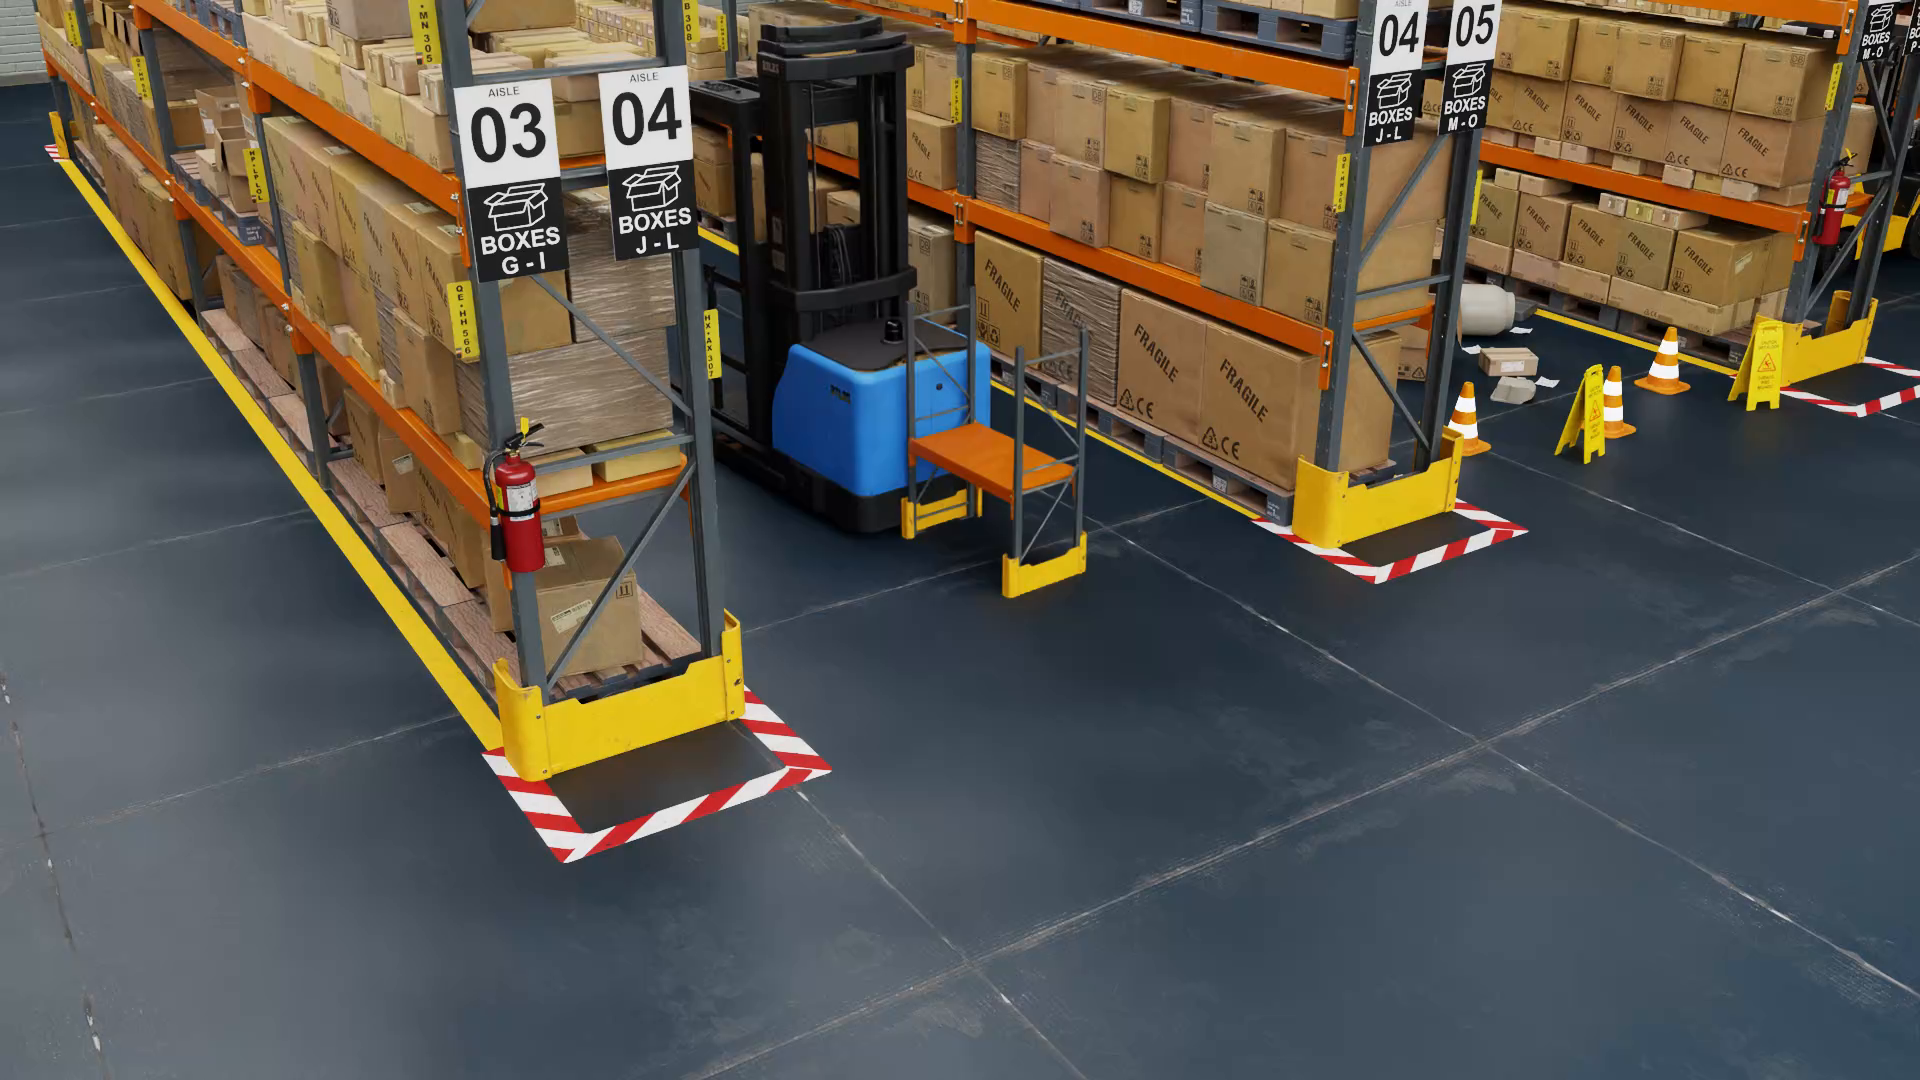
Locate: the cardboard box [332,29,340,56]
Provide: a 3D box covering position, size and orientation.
[{"bbox_3d":[-2.830,-2.448,8.116,0.380,0.149,0.250,-17,30,-32],"label":"cardboard box"}]

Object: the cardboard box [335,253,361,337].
[{"bbox_3d":[-2.991,-1.469,9.383,0.875,0.500,0.500,-16,29,-30],"label":"cardboard box"}]

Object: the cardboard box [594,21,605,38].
[{"bbox_3d":[-3.685,-5.474,17.785,0.380,0.149,0.250,-17,30,-32],"label":"cardboard box"}]

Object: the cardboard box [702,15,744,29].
[{"bbox_3d":[-2.421,-5.289,17.045,0.380,0.149,0.250,-14,29,-27],"label":"cardboard box"}]

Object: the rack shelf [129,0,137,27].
[{"bbox_3d":[-7.061,-4.984,14.623,1.077,0.370,4.000,-16,29,-30],"label":"rack shelf"}]

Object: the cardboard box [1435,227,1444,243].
[{"bbox_3d":[4.613,-2.789,15.373,0.500,0.250,0.500,-17,30,-32],"label":"cardboard box"}]

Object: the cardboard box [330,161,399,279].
[{"bbox_3d":[-2.924,-1.685,8.669,0.500,0.500,0.500,-16,29,-30],"label":"cardboard box"}]

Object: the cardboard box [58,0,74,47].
[{"bbox_3d":[-8.898,-5.357,17.032,0.500,0.500,0.500,-15,29,-29],"label":"cardboard box"}]

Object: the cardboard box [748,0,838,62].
[{"bbox_3d":[-1.521,-4.692,15.387,0.700,0.500,0.500,-16,29,-30],"label":"cardboard box"}]

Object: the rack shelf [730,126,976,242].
[{"bbox_3d":[-0.666,-3.317,14.605,1.077,0.370,4.000,-16,29,-30],"label":"rack shelf"}]

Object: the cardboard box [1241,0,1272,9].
[{"bbox_3d":[1.866,-3.196,9.678,0.380,0.149,0.250,-15,29,-29],"label":"cardboard box"}]

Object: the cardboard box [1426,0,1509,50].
[{"bbox_3d":[4.576,-4.541,14.718,0.700,0.500,0.500,-16,30,-30],"label":"cardboard box"}]

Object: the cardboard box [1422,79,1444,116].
[{"bbox_3d":[4.524,-4.074,14.901,0.500,0.500,0.500,-16,29,-30],"label":"cardboard box"}]

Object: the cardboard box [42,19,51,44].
[{"bbox_3d":[-10.011,-5.747,18.737,0.500,0.250,0.500,-16,30,-30],"label":"cardboard box"}]

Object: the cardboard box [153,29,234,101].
[{"bbox_3d":[-6.355,-4.002,13.921,0.797,0.503,0.637,-14,29,-28],"label":"cardboard box"}]

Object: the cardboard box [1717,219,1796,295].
[{"bbox_3d":[6.479,-2.333,13.528,0.500,0.500,0.500,-17,30,-31],"label":"cardboard box"}]

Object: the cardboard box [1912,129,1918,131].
[{"bbox_3d":[9.940,-4.003,16.773,0.500,0.250,0.500,-16,30,-31],"label":"cardboard box"}]

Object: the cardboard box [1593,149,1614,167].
[{"bbox_3d":[5.500,-3.207,13.825,0.380,0.149,0.250,-16,29,-30],"label":"cardboard box"}]

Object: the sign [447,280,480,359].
[{"bbox_3d":[-2.078,-0.921,6.960,0.100,0.325,0.005,-16,29,-30],"label":"sign"}]

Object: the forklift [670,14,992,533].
[{"bbox_3d":[-1.082,-1.935,10.915,1.130,2.935,3.031,-18,31,-33],"label":"forklift"}]

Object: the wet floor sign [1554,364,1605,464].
[{"bbox_3d":[4.284,-0.883,11.364,0.267,0.644,0.232,-22,33,-38],"label":"wet floor sign"}]

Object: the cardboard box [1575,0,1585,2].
[{"bbox_3d":[7.354,-6.332,19.271,0.380,0.149,0.250,-16,29,-30],"label":"cardboard box"}]

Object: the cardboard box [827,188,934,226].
[{"bbox_3d":[-0.512,-2.646,14.485,1.050,0.750,0.750,-16,29,-30],"label":"cardboard box"}]

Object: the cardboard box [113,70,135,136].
[{"bbox_3d":[-7.277,-3.949,14.984,0.500,0.500,0.500,-15,29,-29],"label":"cardboard box"}]

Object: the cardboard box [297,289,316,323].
[{"bbox_3d":[-3.795,-1.454,10.111,0.380,0.149,0.250,-16,29,-30],"label":"cardboard box"}]

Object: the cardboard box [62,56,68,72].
[{"bbox_3d":[-9.434,-5.138,17.915,0.380,0.149,0.250,-15,29,-29],"label":"cardboard box"}]

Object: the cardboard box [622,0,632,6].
[{"bbox_3d":[-3.559,-6.035,18.627,0.380,0.149,0.250,-14,29,-27],"label":"cardboard box"}]

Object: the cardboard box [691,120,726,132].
[{"bbox_3d":[-2.636,-4.118,17.017,0.500,0.250,0.500,-15,29,-29],"label":"cardboard box"}]

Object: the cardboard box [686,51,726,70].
[{"bbox_3d":[-2.409,-4.639,16.017,0.380,0.149,0.250,-15,29,-29],"label":"cardboard box"}]

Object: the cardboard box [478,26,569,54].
[{"bbox_3d":[-2.078,-2.376,7.965,0.380,0.149,0.250,-16,29,-30],"label":"cardboard box"}]

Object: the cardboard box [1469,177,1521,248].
[{"bbox_3d":[4.916,-2.939,14.813,0.500,0.500,0.500,-14,29,-28],"label":"cardboard box"}]

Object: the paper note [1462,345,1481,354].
[{"bbox_3d":[4.179,-1.551,13.513,0.148,0.019,0.142,-6,26,-12],"label":"paper note"}]

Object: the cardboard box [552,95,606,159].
[{"bbox_3d":[-1.648,-1.898,7.418,0.500,0.250,0.500,-15,29,-28],"label":"cardboard box"}]

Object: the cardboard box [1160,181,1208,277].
[{"bbox_3d":[1.849,-2.107,11.025,0.875,0.550,0.550,-16,29,-30],"label":"cardboard box"}]

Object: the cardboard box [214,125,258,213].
[{"bbox_3d":[-4.809,-2.642,11.720,0.797,0.503,0.637,-12,28,-24],"label":"cardboard box"}]

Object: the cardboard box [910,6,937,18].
[{"bbox_3d":[-0.317,-7.129,21.722,0.500,0.500,0.500,-15,29,-29],"label":"cardboard box"}]

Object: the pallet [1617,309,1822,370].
[{"bbox_3d":[6.246,-1.751,13.712,1.003,0.211,1.213,-16,29,-30],"label":"pallet"}]

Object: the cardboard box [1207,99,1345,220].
[{"bbox_3d":[2.061,-2.369,10.314,0.875,0.550,0.550,-16,29,-30],"label":"cardboard box"}]

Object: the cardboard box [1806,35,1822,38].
[{"bbox_3d":[8.996,-4.918,17.037,0.500,0.500,0.500,-15,29,-29],"label":"cardboard box"}]

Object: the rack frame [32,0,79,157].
[{"bbox_3d":[-10.336,-6.099,19.656,1.000,3.000,0.127,-16,29,-30],"label":"rack frame"}]

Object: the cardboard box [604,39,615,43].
[{"bbox_3d":[-3.547,-5.247,17.654,0.380,0.149,0.250,-17,30,-32],"label":"cardboard box"}]

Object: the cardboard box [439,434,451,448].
[{"bbox_3d":[-2.370,-0.577,8.252,0.380,0.149,0.250,-16,29,-30],"label":"cardboard box"}]

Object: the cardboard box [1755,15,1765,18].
[{"bbox_3d":[8.662,-5.789,18.122,0.380,0.149,0.250,-16,30,-31],"label":"cardboard box"}]

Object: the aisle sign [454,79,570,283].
[{"bbox_3d":[-1.819,-1.460,6.784,0.394,0.787,0.004,-16,29,-30],"label":"aisle sign"}]

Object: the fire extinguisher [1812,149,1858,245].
[{"bbox_3d":[6.378,-2.503,12.128,0.296,0.674,0.183,-16,29,-30],"label":"fire extinguisher"}]

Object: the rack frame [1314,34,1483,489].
[{"bbox_3d":[2.609,-1.496,9.906,1.000,3.000,0.127,-16,29,-30],"label":"rack frame"}]

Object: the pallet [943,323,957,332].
[{"bbox_3d":[-0.059,-1.924,14.079,1.003,0.211,1.213,-16,29,-30],"label":"pallet"}]

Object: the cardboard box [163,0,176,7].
[{"bbox_3d":[-5.357,-3.934,11.731,0.500,0.250,0.500,-15,29,-28],"label":"cardboard box"}]

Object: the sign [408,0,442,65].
[{"bbox_3d":[-2.078,-2.011,6.445,0.100,0.325,0.005,-16,29,-30],"label":"sign"}]

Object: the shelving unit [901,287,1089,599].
[{"bbox_3d":[0.190,-0.597,9.757,0.587,1.500,1.083,-18,31,-33],"label":"shelving unit"}]

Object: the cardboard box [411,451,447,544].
[{"bbox_3d":[-2.877,-0.307,9.824,0.500,0.500,0.500,-19,31,-34],"label":"cardboard box"}]

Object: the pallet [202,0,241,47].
[{"bbox_3d":[-4.033,-3.324,10.484,1.213,0.211,1.003,-16,29,-30],"label":"pallet"}]

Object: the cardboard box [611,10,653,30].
[{"bbox_3d":[-3.405,-5.423,17.330,0.380,0.149,0.250,-14,29,-28],"label":"cardboard box"}]

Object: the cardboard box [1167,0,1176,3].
[{"bbox_3d":[2.386,-5.702,17.857,0.500,0.500,0.500,-16,30,-31],"label":"cardboard box"}]
